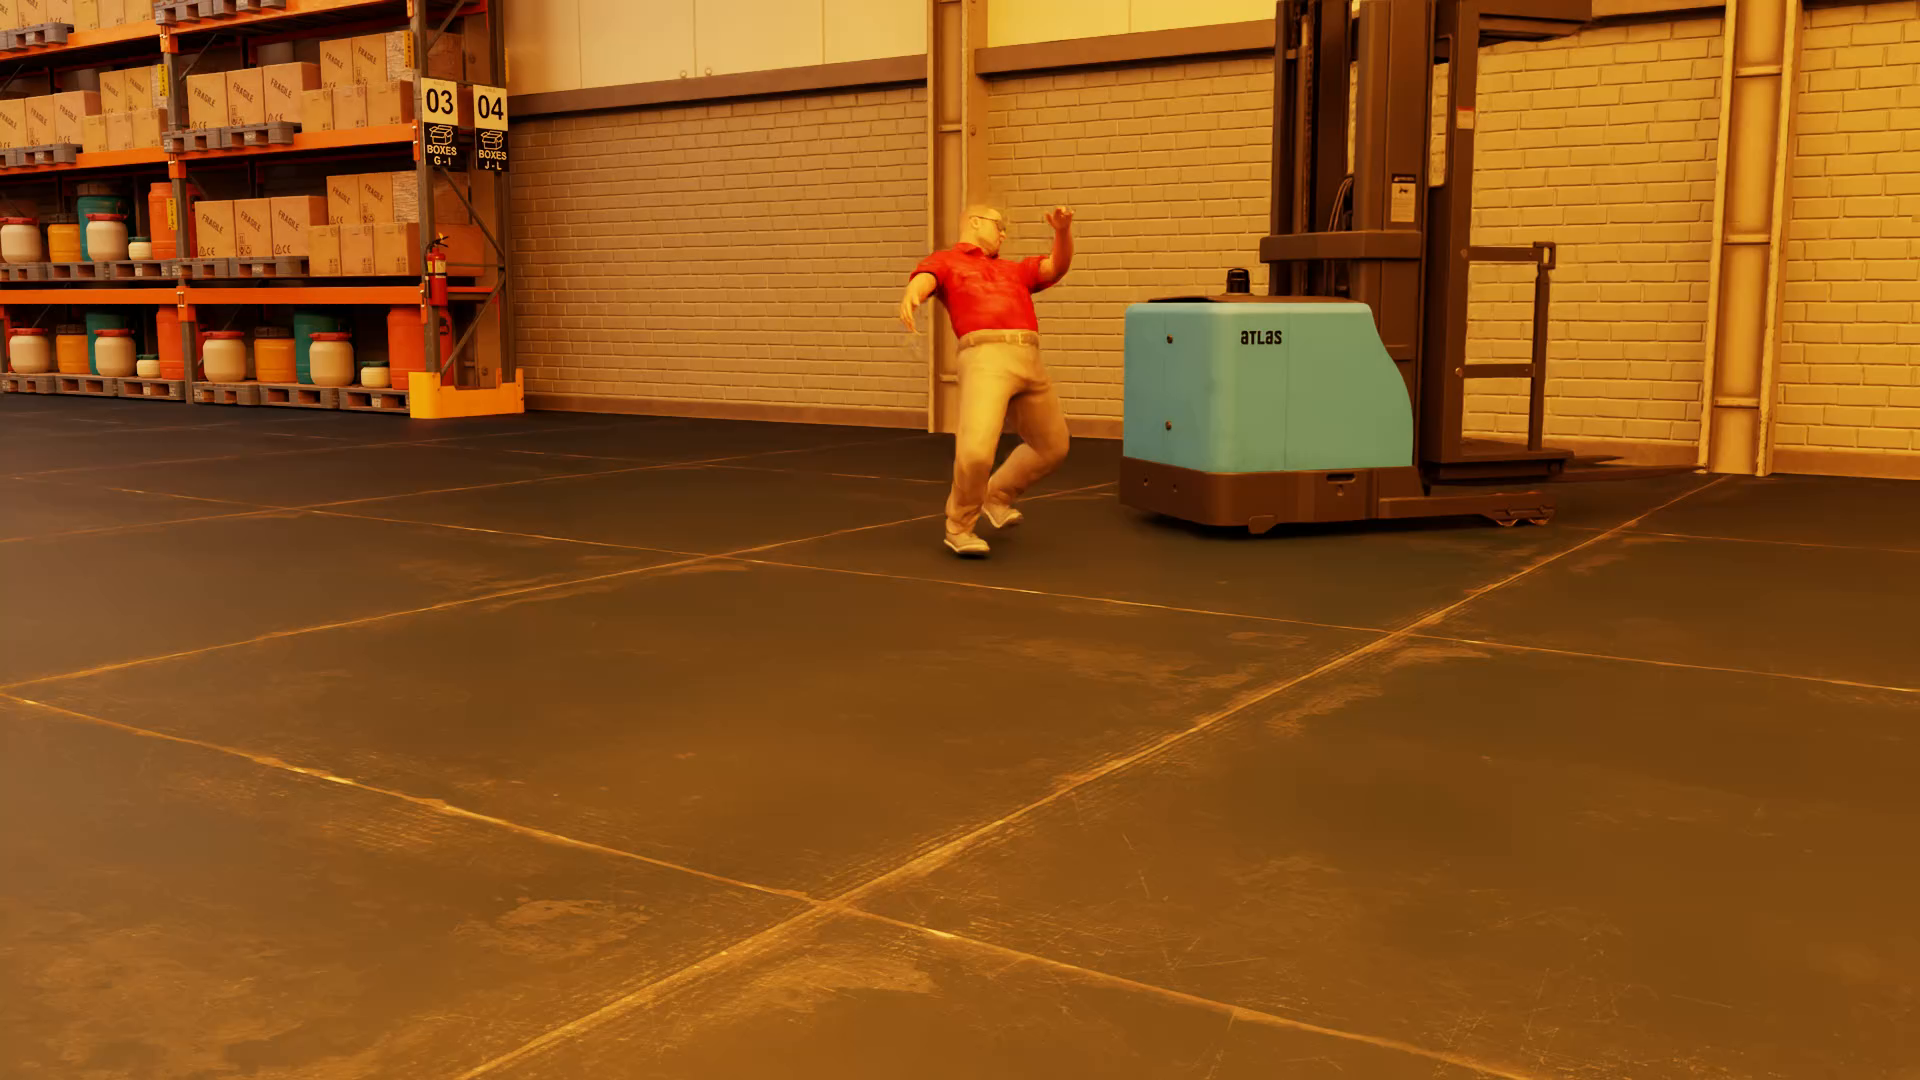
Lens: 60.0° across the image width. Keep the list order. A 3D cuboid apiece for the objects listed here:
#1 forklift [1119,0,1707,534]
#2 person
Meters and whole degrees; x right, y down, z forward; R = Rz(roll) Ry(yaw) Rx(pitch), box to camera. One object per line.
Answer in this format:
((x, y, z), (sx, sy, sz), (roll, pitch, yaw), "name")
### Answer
((2.377, -1.581, 8.310), (3.031, 2.935, 1.130), (-3, 9, -20), "forklift")
((0.087, -0.692, 7.063), (0.754, 1.492, 1.035), (7, 11, 40), "person")
